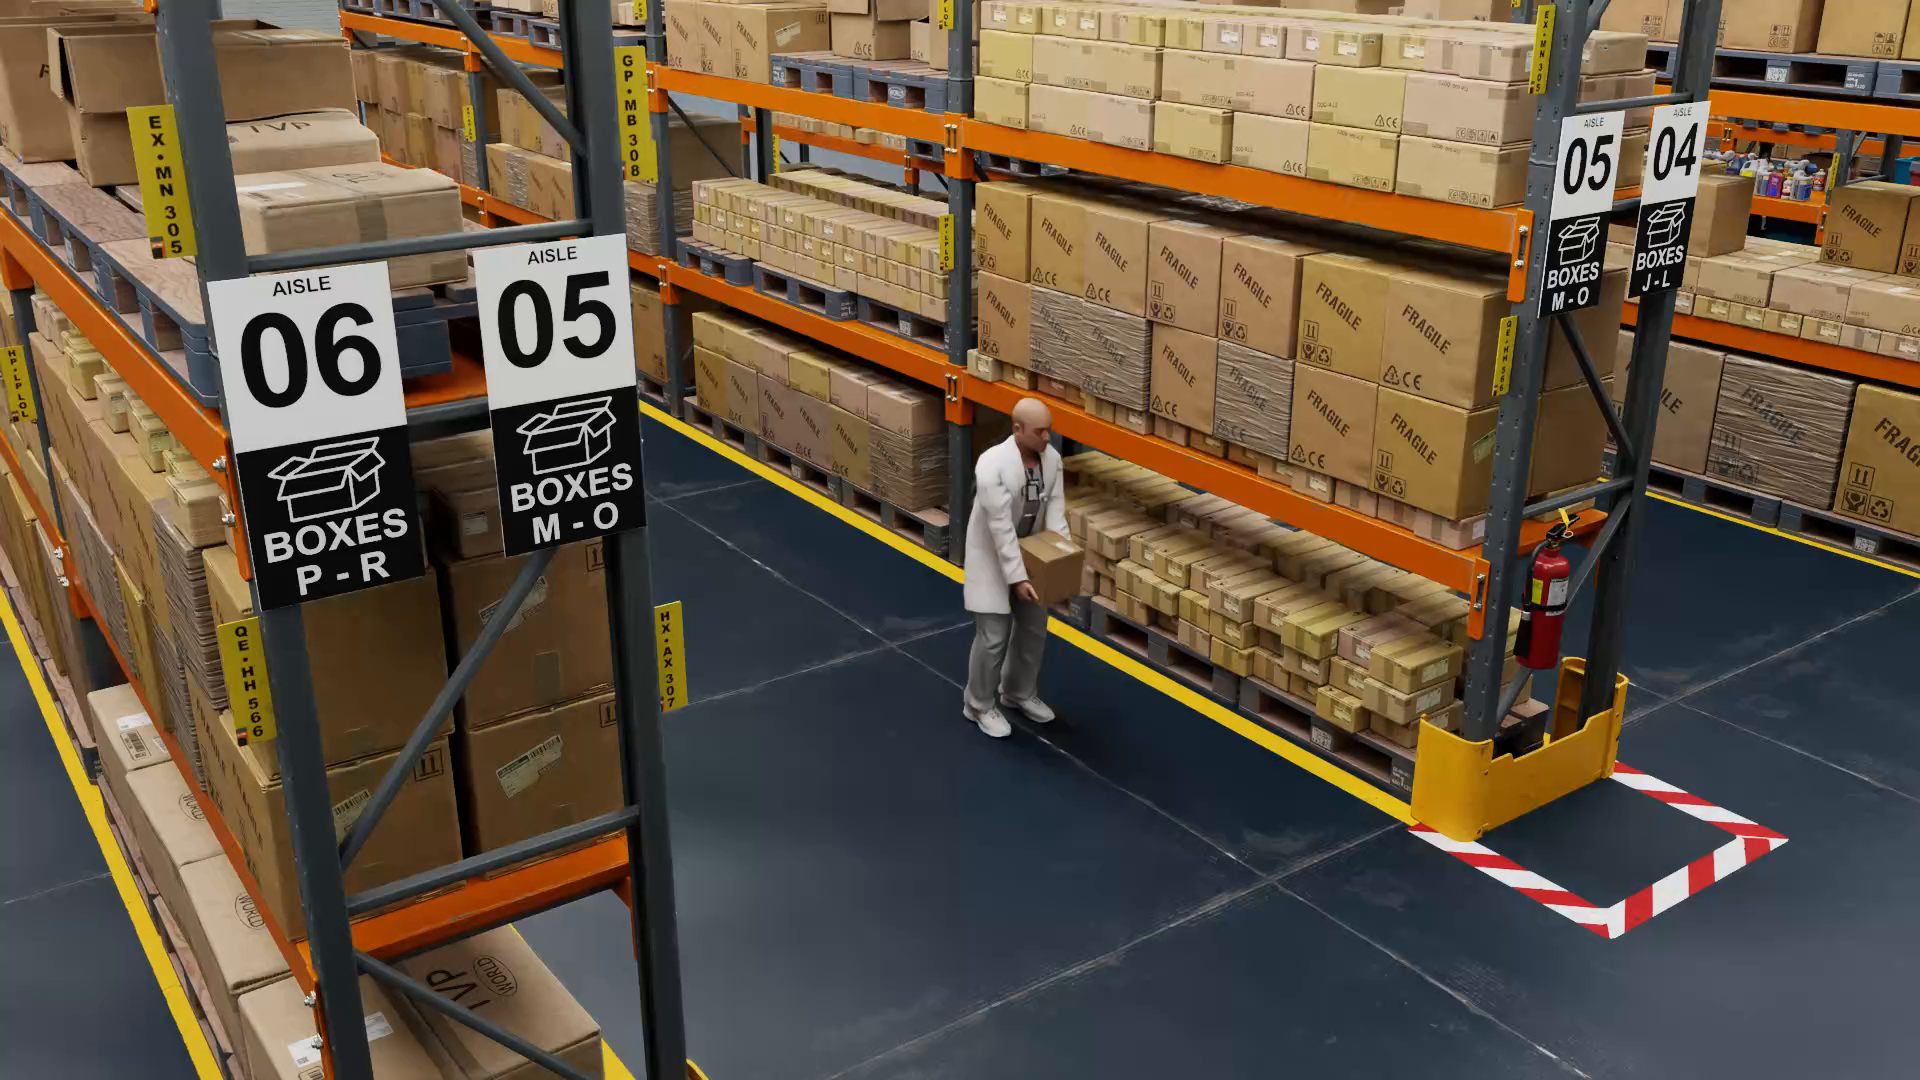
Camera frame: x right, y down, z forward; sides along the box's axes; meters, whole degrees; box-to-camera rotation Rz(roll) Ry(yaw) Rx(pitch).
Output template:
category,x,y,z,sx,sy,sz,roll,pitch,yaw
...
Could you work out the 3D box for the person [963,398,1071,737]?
category,x,y,z,sx,sy,sz,roll,pitch,yaw
person,0.298,0.139,8.283,0.534,1.757,0.594,-16,26,-35
